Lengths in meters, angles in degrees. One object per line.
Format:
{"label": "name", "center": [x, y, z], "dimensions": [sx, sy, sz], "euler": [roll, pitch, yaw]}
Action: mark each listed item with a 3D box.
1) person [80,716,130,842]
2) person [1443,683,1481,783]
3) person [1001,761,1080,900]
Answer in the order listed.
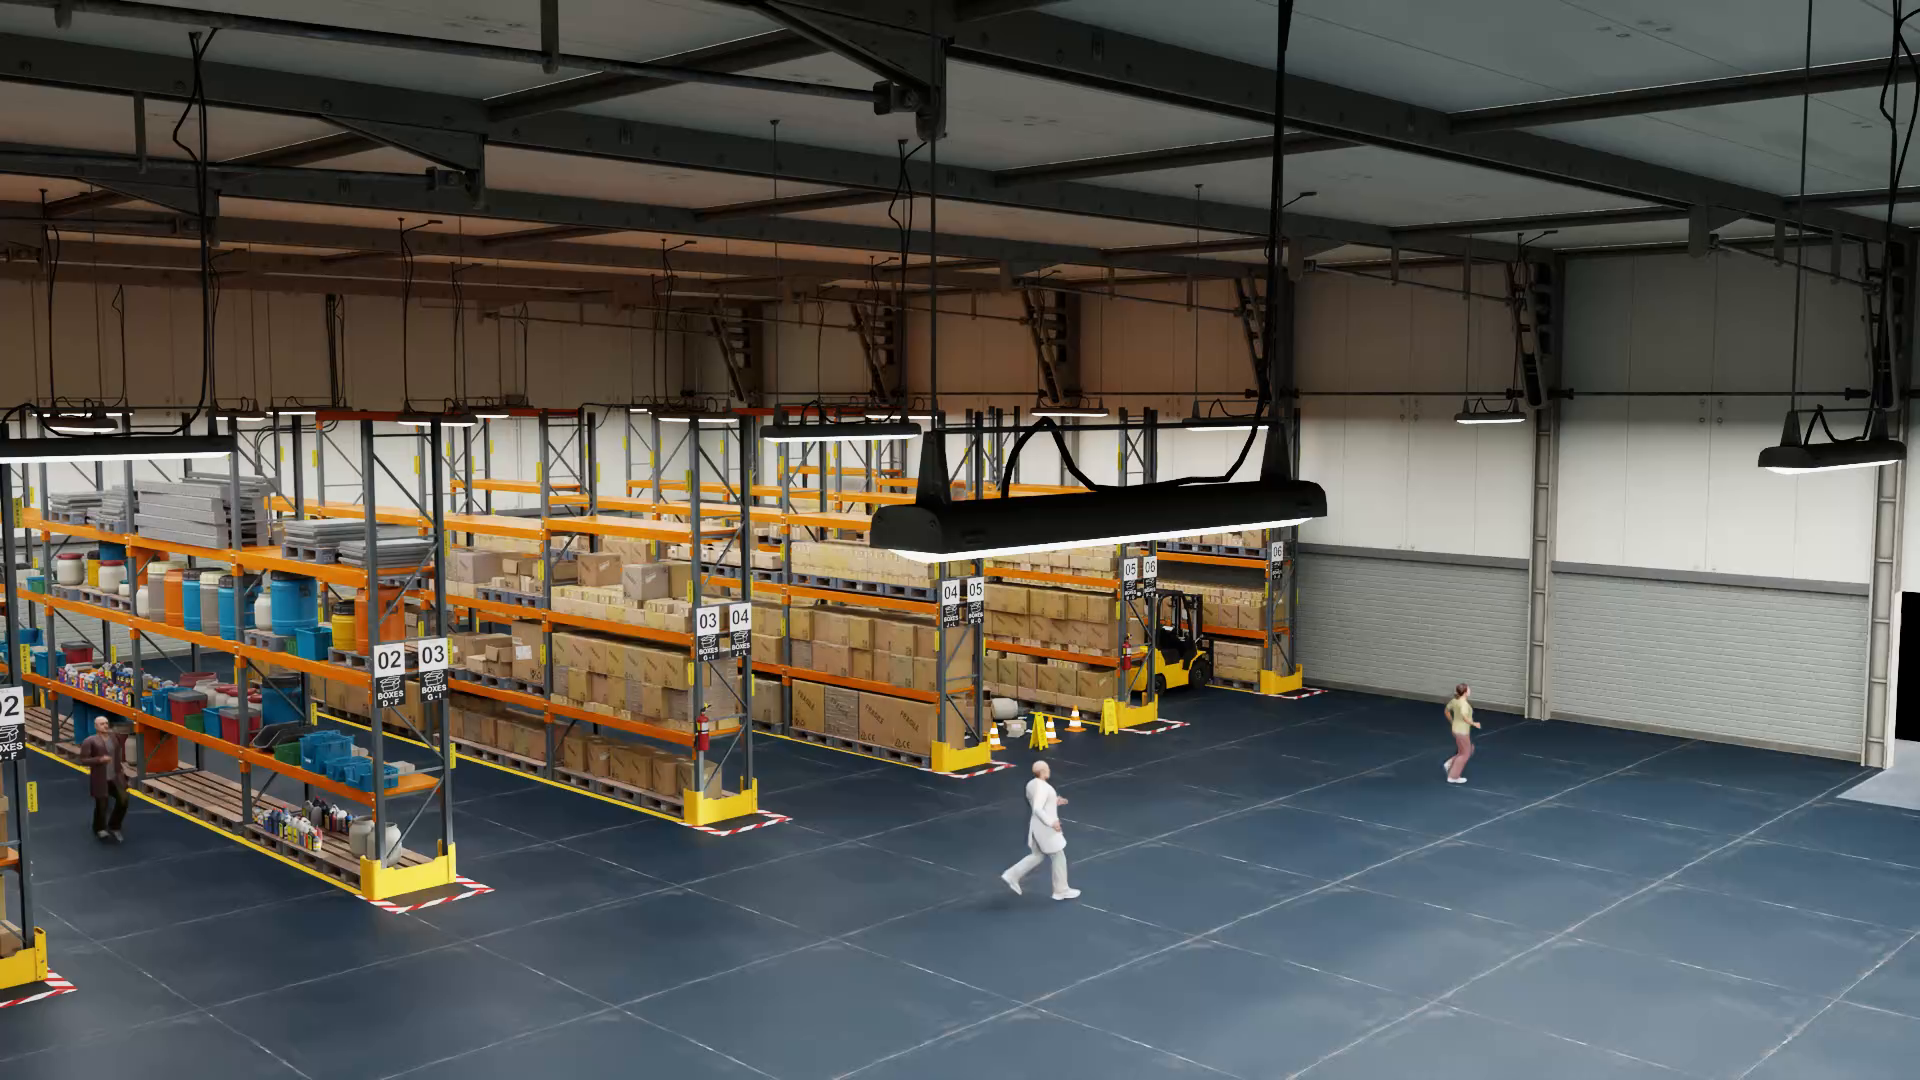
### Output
{"label": "person", "center": [-12.007, 3.381, 23.425], "dimensions": [0.754, 1.814, 0.688], "euler": [4, 6, 37]}
{"label": "person", "center": [8.150, 3.125, 26.961], "dimensions": [0.530, 1.633, 0.592], "euler": [0, 5, -3]}
{"label": "person", "center": [1.018, 3.706, 20.669], "dimensions": [1.020, 1.559, 0.715], "euler": [-2, 5, -20]}
